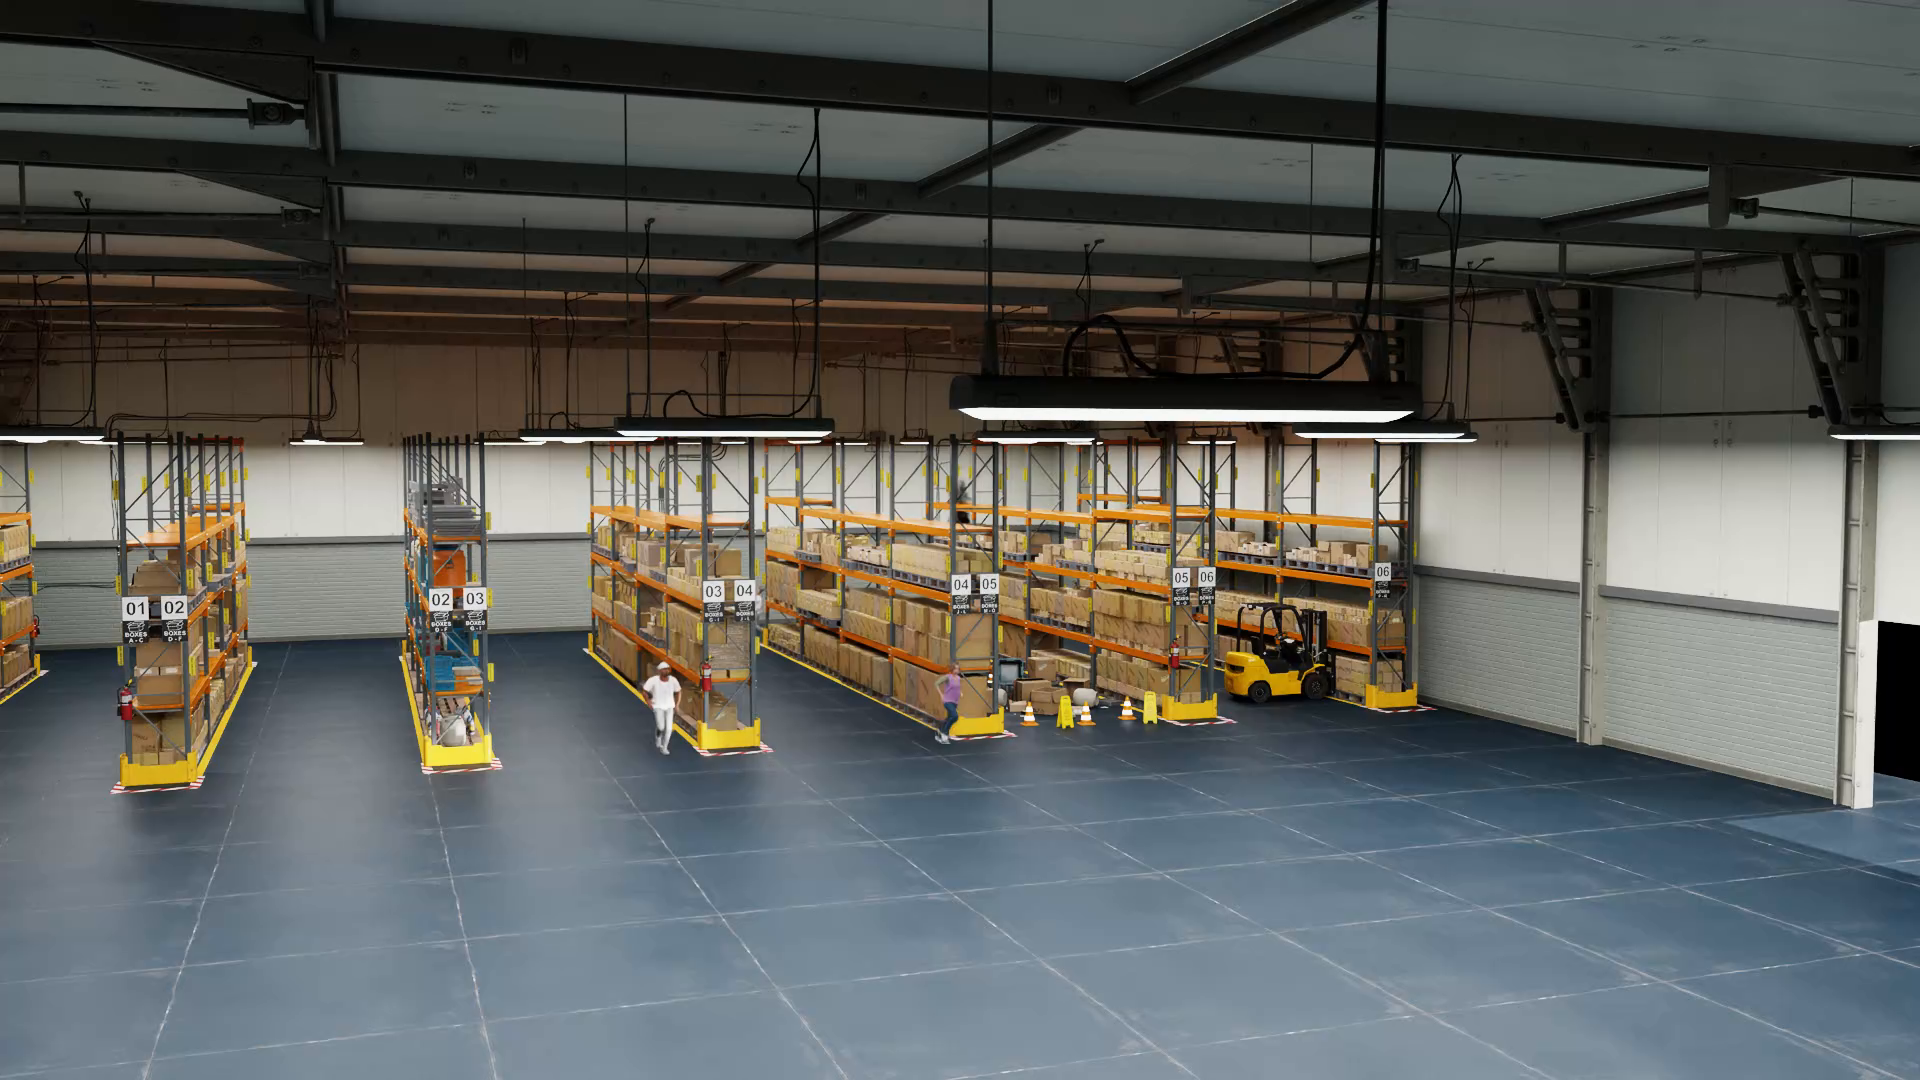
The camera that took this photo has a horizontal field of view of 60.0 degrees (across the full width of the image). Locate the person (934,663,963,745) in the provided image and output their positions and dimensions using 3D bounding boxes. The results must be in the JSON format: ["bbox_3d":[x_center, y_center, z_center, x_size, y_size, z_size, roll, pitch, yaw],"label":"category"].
[{"bbox_3d":[-0.211,3.152,32.164,0.625,1.561,0.508,3,4,41],"label":"person"}]

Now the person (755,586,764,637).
[{"bbox_3d":[-6.108,2.176,49.505,0.735,1.639,0.713,0,3,-6],"label":"person"}]

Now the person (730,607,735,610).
[{"bbox_3d":[-6.413,2.285,46.649,0.730,1.737,0.754,0,3,-7],"label":"person"}]

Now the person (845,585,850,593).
[{"bbox_3d":[-3.279,2.203,48.184,0.632,1.802,0.769,-2,4,-37],"label":"person"}]

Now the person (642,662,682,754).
[{"bbox_3d":[-5.535,3.144,31.071,0.731,1.723,0.523,-1,3,-23],"label":"person"}]
